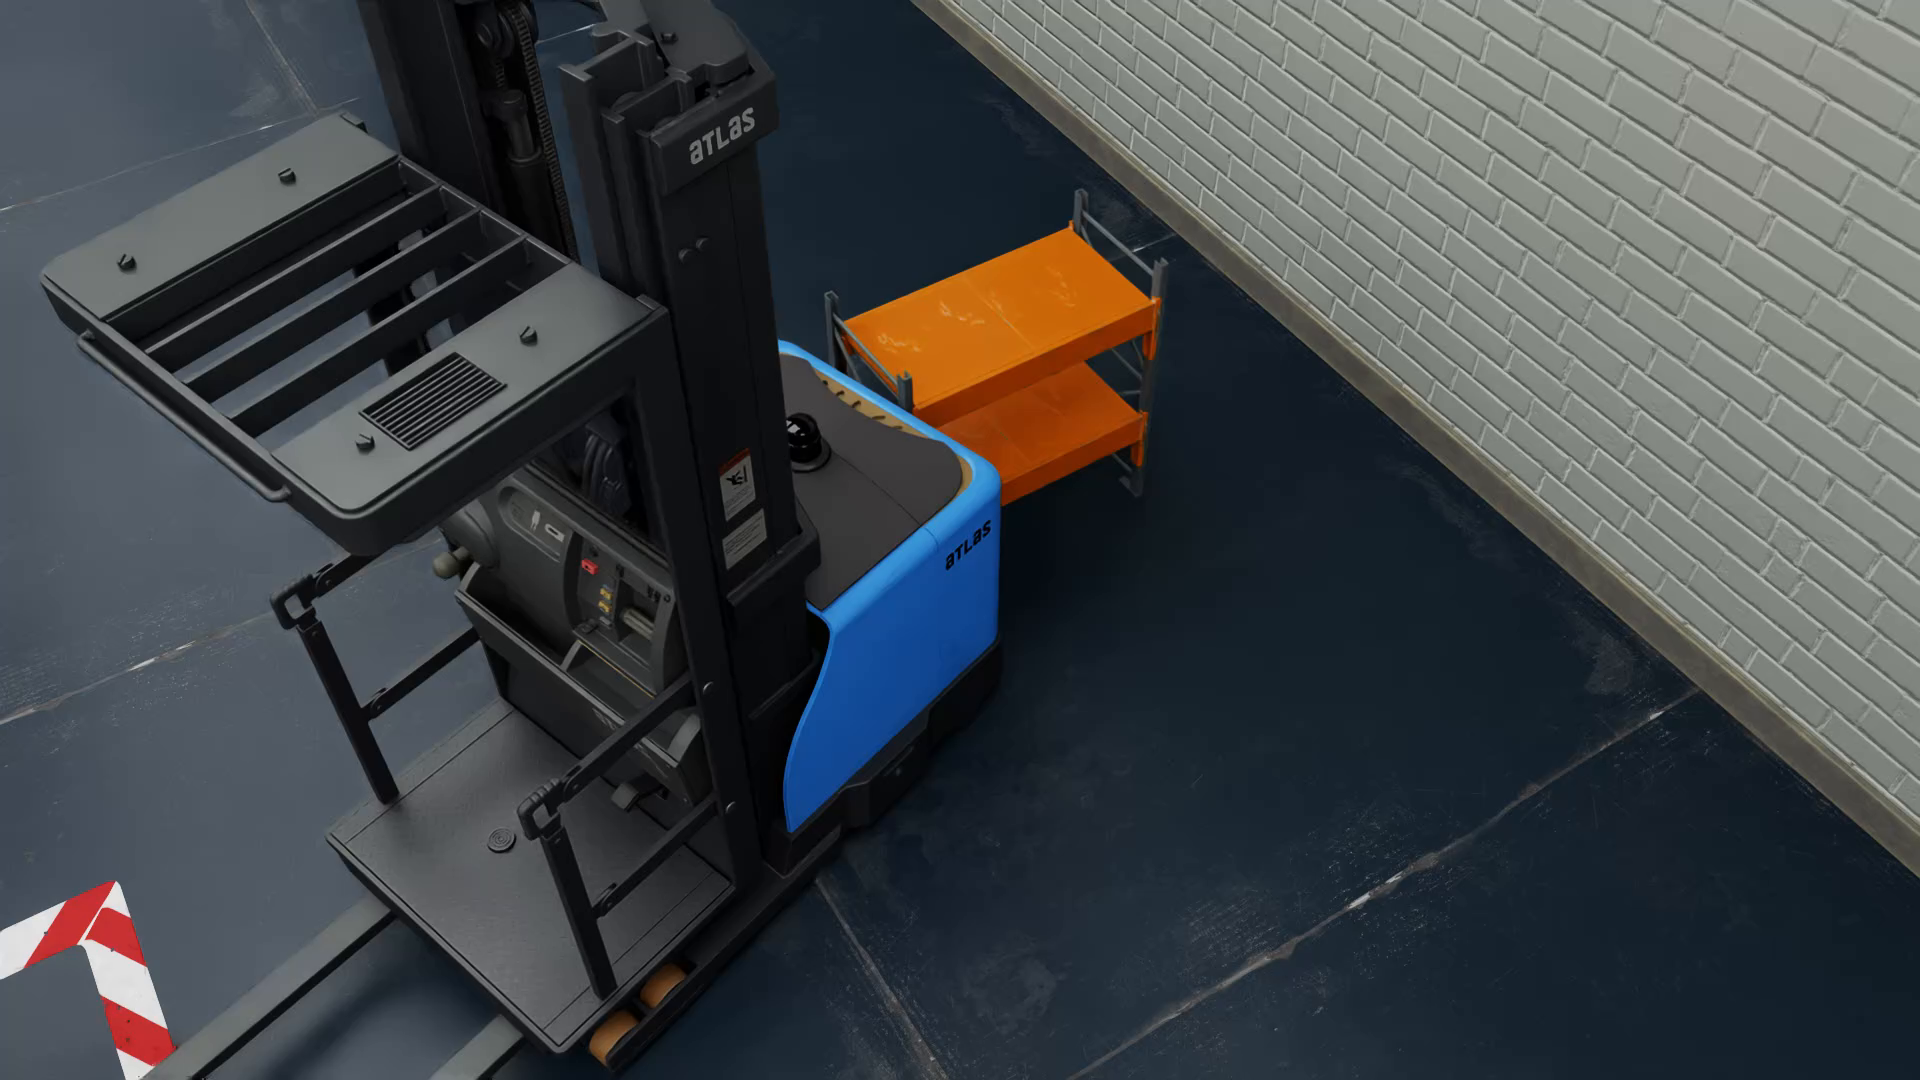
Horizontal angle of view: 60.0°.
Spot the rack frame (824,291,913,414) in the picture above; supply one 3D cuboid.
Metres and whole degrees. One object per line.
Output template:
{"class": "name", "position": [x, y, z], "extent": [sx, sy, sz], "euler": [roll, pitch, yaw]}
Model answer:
{"class": "rack frame", "position": [-0.298, -0.285, 5.751], "extent": [0.032, 1.125, 0.500], "euler": [-26, 53, -21]}

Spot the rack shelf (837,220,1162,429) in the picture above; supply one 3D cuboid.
{"class": "rack shelf", "position": [0.127, -0.688, 5.717], "extent": [1.000, 0.278, 0.538], "euler": [-26, 53, -21]}

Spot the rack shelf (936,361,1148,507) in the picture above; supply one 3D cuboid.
{"class": "rack shelf", "position": [0.127, -0.330, 6.118], "extent": [1.000, 0.278, 0.538], "euler": [-26, 53, -21]}

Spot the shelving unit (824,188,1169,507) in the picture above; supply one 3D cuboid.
{"class": "shelving unit", "position": [0.127, -0.493, 5.936], "extent": [1.048, 1.125, 0.538], "euler": [-26, 53, -21]}

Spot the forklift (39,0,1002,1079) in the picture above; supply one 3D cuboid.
{"class": "forklift", "position": [-1.195, 0.134, 4.168], "extent": [1.130, 2.935, 3.031], "euler": [32, 56, 25]}

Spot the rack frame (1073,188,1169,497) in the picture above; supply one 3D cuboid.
{"class": "rack frame", "position": [0.553, -0.701, 6.121], "extent": [0.032, 1.125, 0.500], "euler": [-26, 53, -21]}
